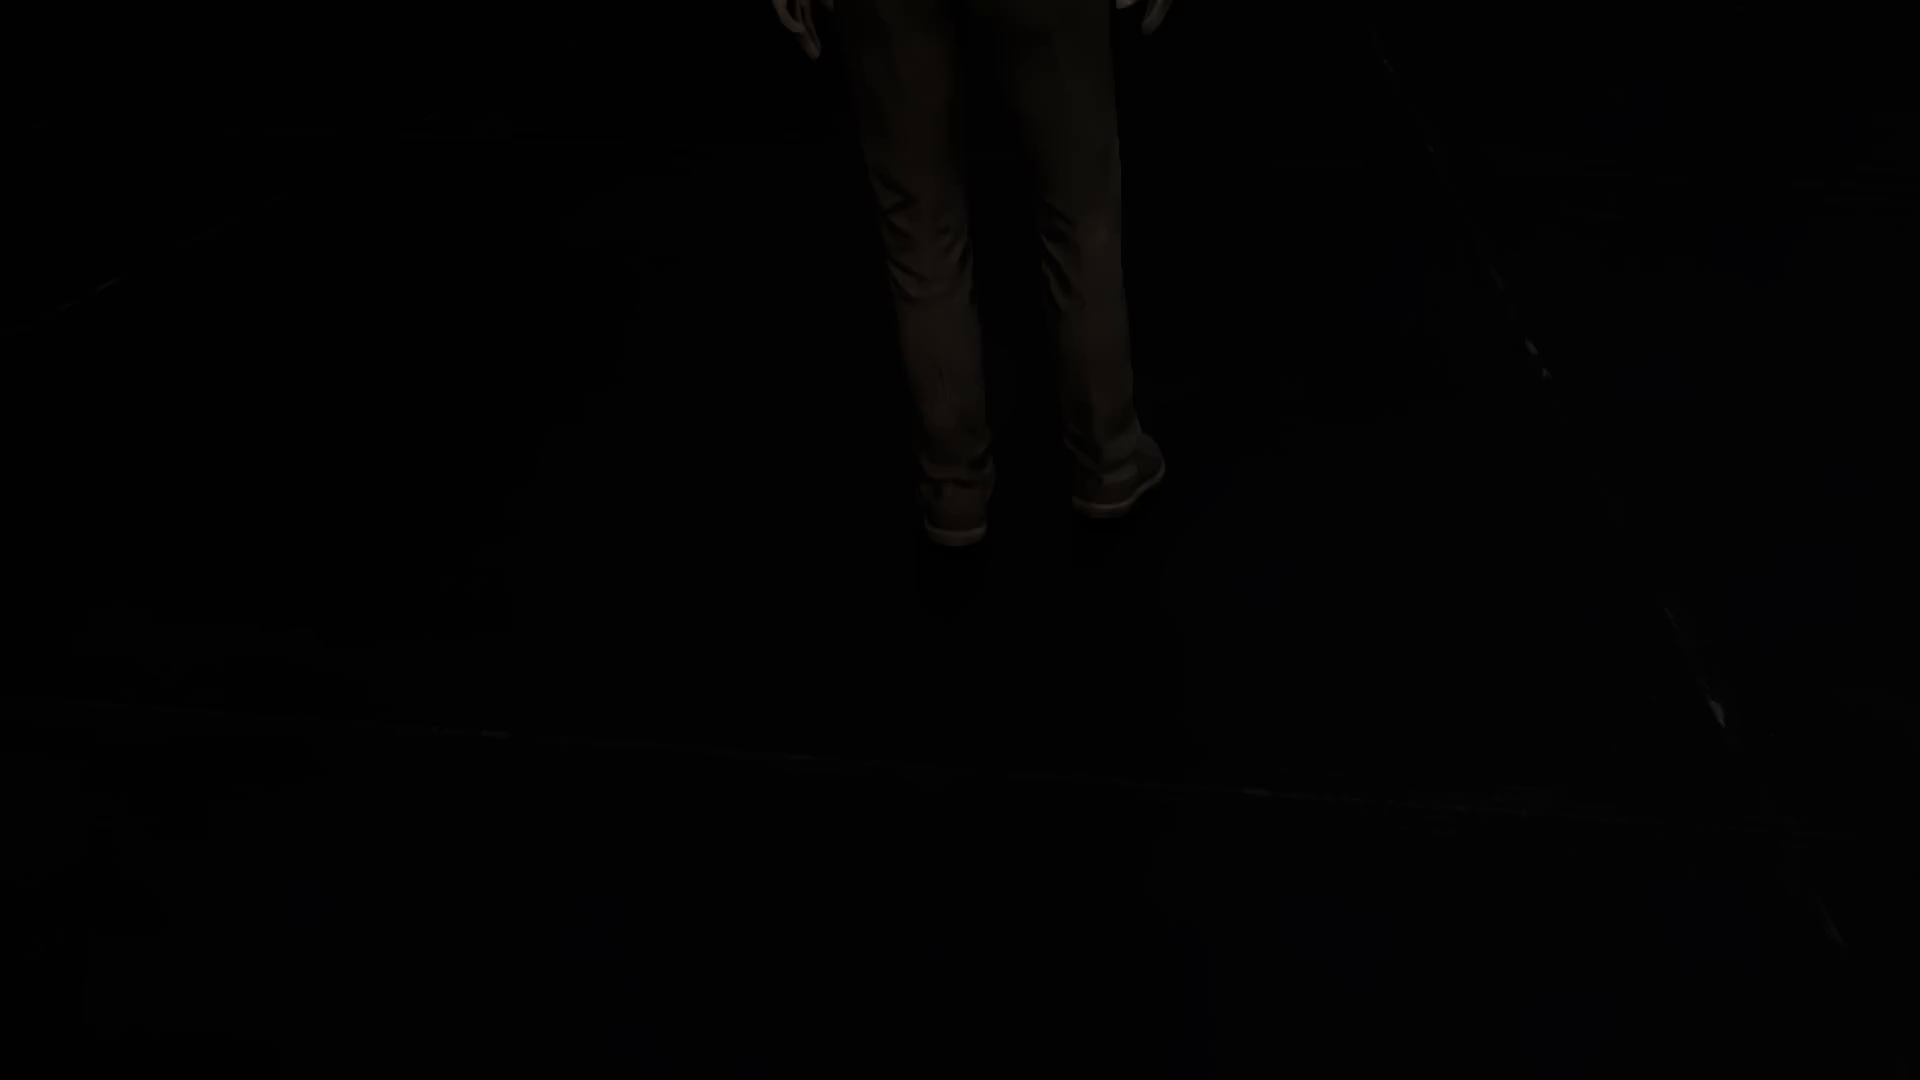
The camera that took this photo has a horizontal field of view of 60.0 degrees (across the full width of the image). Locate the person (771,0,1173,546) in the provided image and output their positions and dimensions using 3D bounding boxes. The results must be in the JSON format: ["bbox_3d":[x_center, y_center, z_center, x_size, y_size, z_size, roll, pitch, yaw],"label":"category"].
[{"bbox_3d":[0.016,-0.795,2.178,0.586,1.695,0.533,3,27,7],"label":"person"}]
